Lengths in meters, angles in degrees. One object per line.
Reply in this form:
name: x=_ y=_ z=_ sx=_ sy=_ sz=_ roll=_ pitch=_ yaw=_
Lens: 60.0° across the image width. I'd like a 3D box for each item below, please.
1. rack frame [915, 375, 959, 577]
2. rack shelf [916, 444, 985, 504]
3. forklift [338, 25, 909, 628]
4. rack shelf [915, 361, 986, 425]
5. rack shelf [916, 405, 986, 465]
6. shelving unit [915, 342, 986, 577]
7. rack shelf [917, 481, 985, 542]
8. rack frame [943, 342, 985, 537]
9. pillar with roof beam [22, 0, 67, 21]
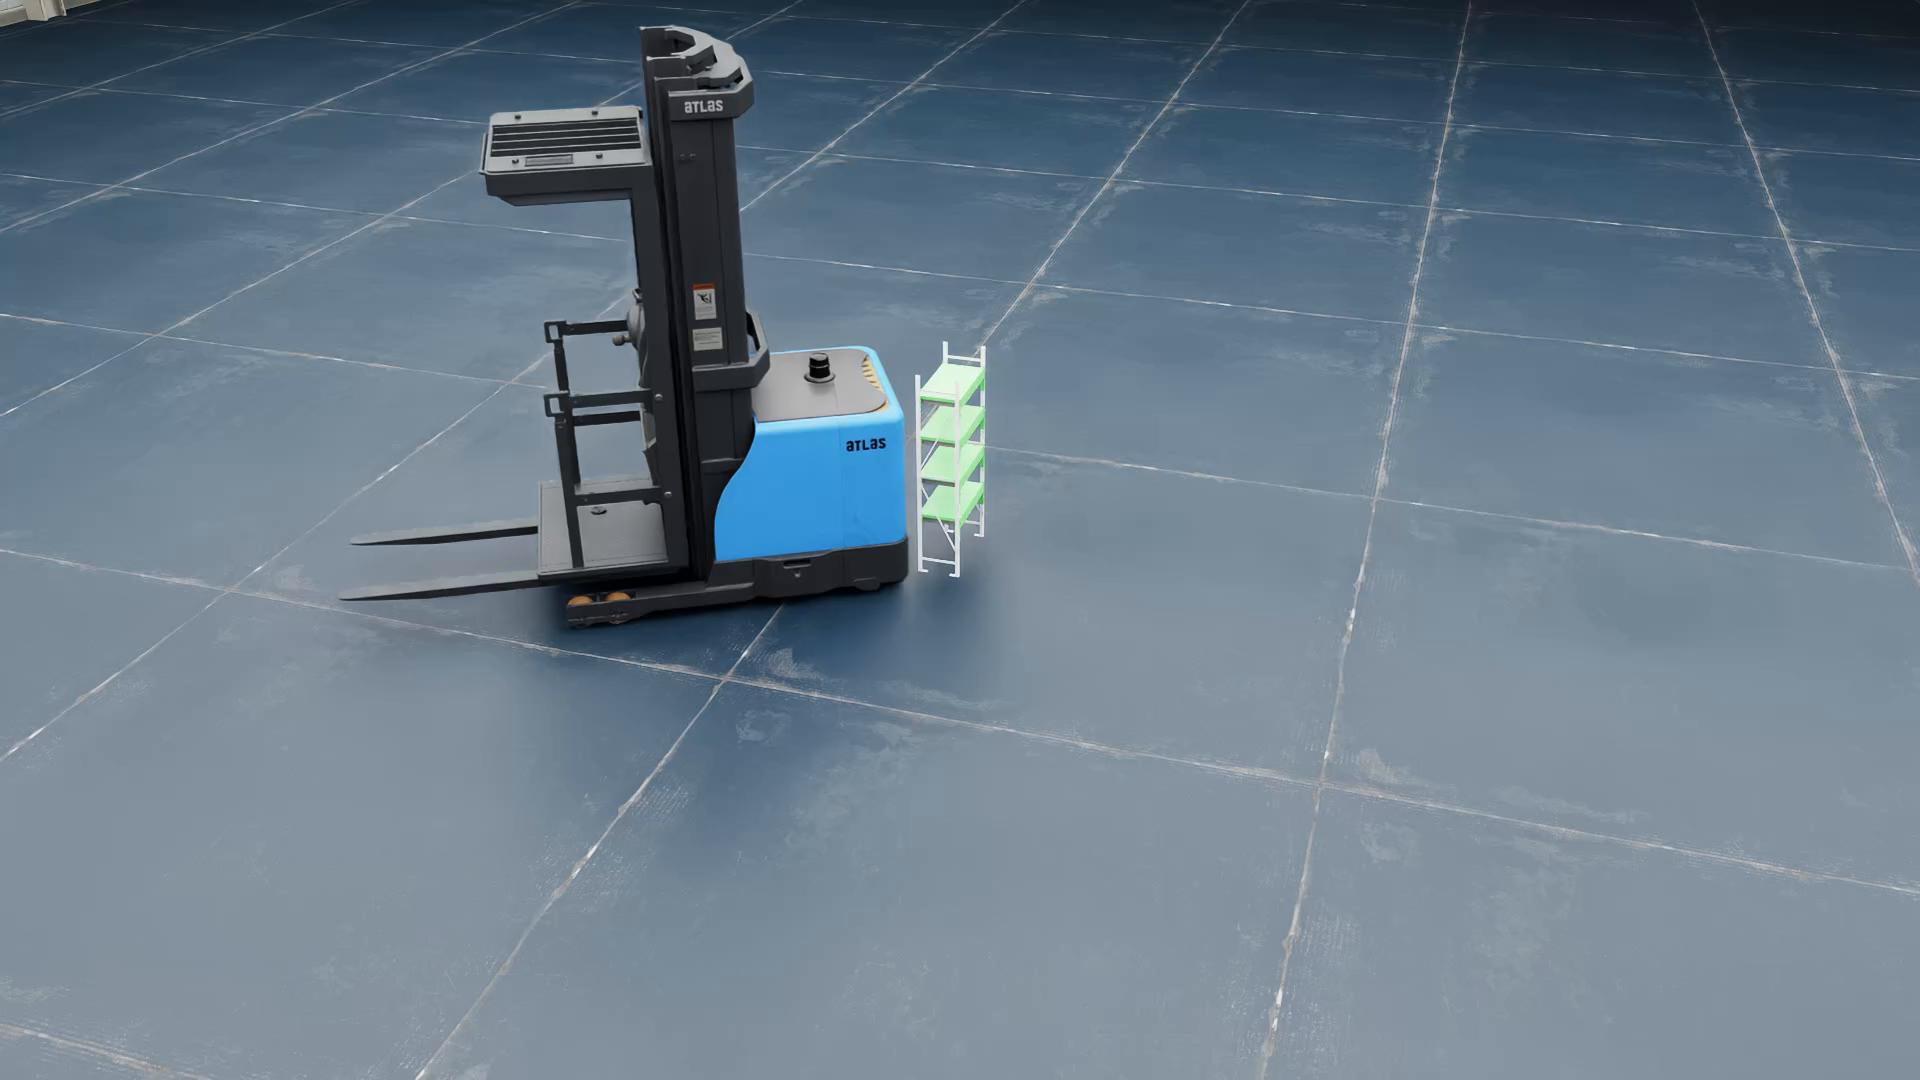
rack frame: x=-0.120 y=-0.334 z=9.116 sx=0.240 sy=1.200 sz=0.015 roll=8 pitch=30 yaw=15
rack shelf: x=-0.049 y=-0.392 z=9.351 sx=0.258 sy=0.148 sz=0.480 roll=8 pitch=30 yaw=15
forklift: x=-1.857 y=-1.091 z=8.696 sx=3.031 sy=2.935 sz=1.130 roll=-6 pitch=30 yaw=-11
rack shelf: x=-0.049 y=-0.811 z=9.118 sx=0.258 sy=0.148 sz=0.480 roll=8 pitch=30 yaw=15
rack shelf: x=-0.049 y=-0.601 z=9.234 sx=0.258 sy=0.148 sz=0.480 roll=8 pitch=30 yaw=15
shelving unit: x=-0.049 y=-0.447 z=9.320 sx=0.258 sy=1.200 sz=0.503 roll=8 pitch=30 yaw=15
rack shelf: x=-0.049 y=-0.182 z=9.468 sx=0.258 sy=0.148 sz=0.480 roll=8 pitch=30 yaw=15
rack frame: x=0.023 y=-0.561 z=9.524 sx=0.240 sy=1.200 sz=0.015 roll=8 pitch=30 yaw=15
pillar with roof beam: x=-8.200 y=-10.369 z=19.134 sx=9.100 sy=9.000 sz=0.400 roll=8 pitch=30 yaw=15
